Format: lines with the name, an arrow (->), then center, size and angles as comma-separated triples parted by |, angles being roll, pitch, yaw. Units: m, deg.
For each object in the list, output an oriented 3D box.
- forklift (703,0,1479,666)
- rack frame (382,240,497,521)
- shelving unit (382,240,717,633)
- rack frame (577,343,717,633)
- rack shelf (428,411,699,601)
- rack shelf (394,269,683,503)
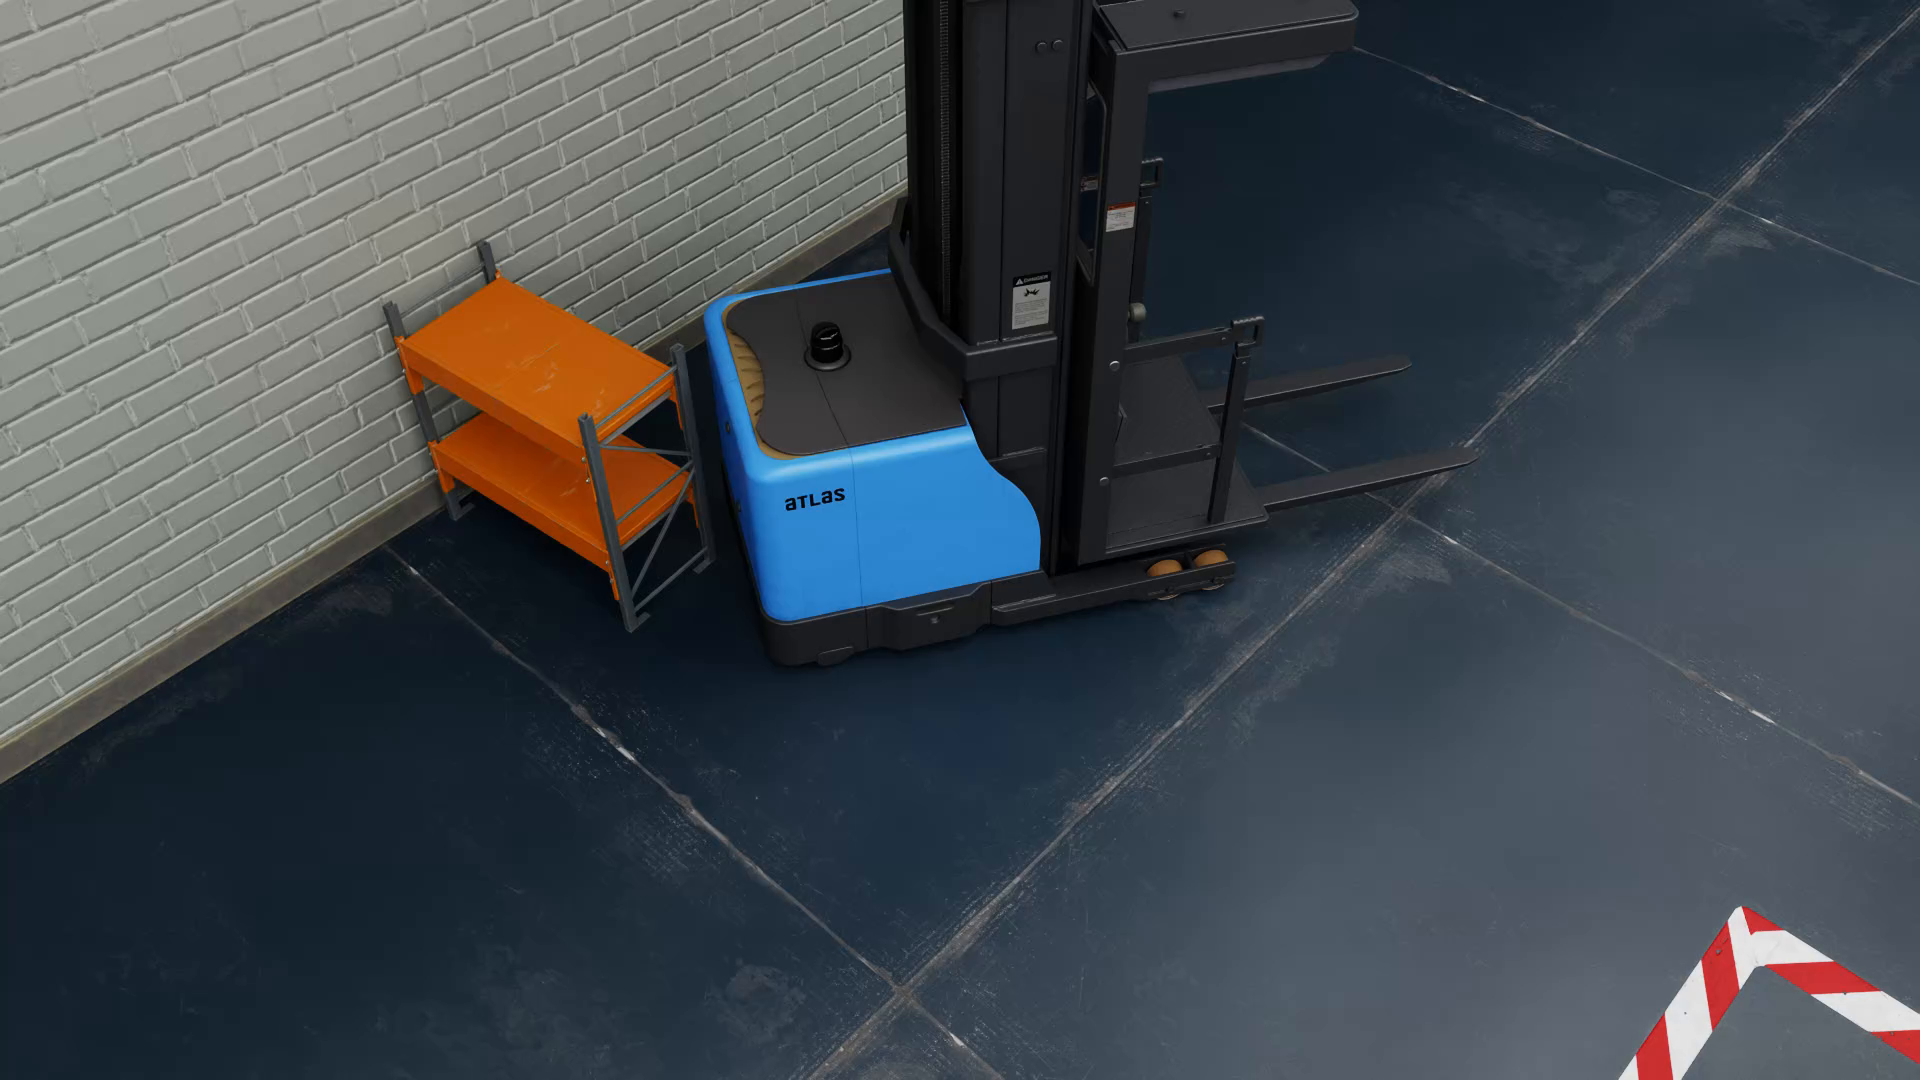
forklift -> 0.600, -1.126, 5.905 | 3.031, 2.935, 1.130 | -12, 48, -11
rack frame -> -1.967, -0.616, 6.665 | 0.032, 1.125, 0.500 | 29, 53, 24
shelving unit -> -1.560, -0.394, 6.457 | 1.048, 1.125, 0.538 | 29, 53, 24
rack frame -> -1.153, -0.172, 6.249 | 0.032, 1.125, 0.500 | 29, 53, 24
rack shelf -> -1.560, -0.227, 6.635 | 1.000, 0.278, 0.538 | 29, 53, 24
rack shelf -> -1.560, -0.595, 6.244 | 1.000, 0.278, 0.538 | 29, 53, 24
